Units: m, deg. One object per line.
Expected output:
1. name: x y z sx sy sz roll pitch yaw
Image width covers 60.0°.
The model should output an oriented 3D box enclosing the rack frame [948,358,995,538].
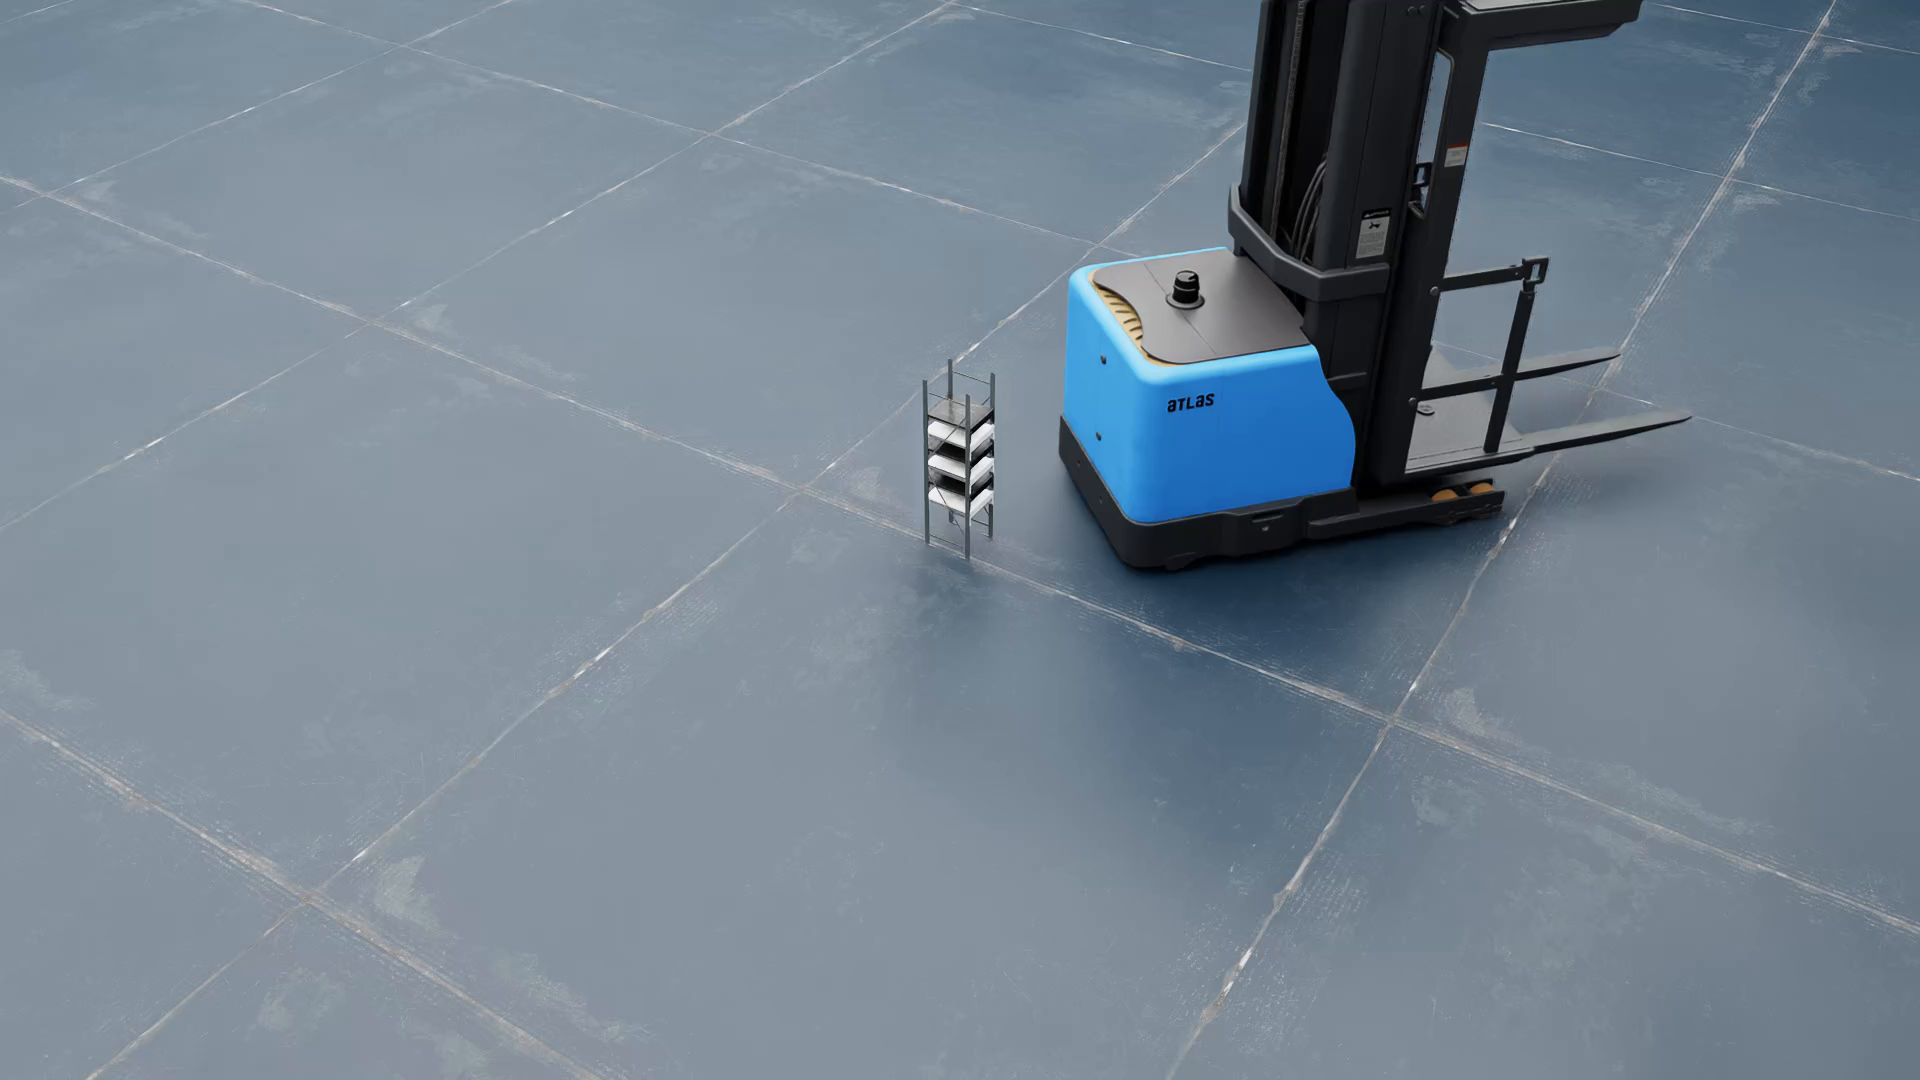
1. rack frame: 0.050 -0.405 7.538 0.240 0.900 0.006 21 42 25

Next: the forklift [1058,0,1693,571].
1. forklift: 2.060 -1.530 7.334 3.031 2.935 1.130 -10 39 -13

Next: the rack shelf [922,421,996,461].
1. rack shelf: -0.004 -0.468 7.380 0.258 0.077 0.200 21 42 25

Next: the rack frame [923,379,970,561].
1. rack frame: -0.059 -0.300 7.402 0.240 0.900 0.006 21 42 25

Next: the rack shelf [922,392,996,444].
1. rack shelf: -0.004 -0.540 7.325 0.258 0.077 0.200 21 42 25

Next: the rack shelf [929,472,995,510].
1. rack shelf: -0.004 -0.255 7.545 0.258 0.077 0.200 21 42 25

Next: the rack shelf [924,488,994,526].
1. rack shelf: -0.004 -0.183 7.600 0.258 0.077 0.200 21 42 25

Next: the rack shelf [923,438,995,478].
1. rack shelf: -0.004 -0.397 7.435 0.258 0.077 0.200 21 42 25

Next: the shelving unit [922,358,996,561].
1. shelving unit: -0.004 -0.352 7.470 0.258 0.900 0.210 21 42 25

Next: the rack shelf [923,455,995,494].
1. rack shelf: -0.004 -0.326 7.490 0.258 0.077 0.200 21 42 25
